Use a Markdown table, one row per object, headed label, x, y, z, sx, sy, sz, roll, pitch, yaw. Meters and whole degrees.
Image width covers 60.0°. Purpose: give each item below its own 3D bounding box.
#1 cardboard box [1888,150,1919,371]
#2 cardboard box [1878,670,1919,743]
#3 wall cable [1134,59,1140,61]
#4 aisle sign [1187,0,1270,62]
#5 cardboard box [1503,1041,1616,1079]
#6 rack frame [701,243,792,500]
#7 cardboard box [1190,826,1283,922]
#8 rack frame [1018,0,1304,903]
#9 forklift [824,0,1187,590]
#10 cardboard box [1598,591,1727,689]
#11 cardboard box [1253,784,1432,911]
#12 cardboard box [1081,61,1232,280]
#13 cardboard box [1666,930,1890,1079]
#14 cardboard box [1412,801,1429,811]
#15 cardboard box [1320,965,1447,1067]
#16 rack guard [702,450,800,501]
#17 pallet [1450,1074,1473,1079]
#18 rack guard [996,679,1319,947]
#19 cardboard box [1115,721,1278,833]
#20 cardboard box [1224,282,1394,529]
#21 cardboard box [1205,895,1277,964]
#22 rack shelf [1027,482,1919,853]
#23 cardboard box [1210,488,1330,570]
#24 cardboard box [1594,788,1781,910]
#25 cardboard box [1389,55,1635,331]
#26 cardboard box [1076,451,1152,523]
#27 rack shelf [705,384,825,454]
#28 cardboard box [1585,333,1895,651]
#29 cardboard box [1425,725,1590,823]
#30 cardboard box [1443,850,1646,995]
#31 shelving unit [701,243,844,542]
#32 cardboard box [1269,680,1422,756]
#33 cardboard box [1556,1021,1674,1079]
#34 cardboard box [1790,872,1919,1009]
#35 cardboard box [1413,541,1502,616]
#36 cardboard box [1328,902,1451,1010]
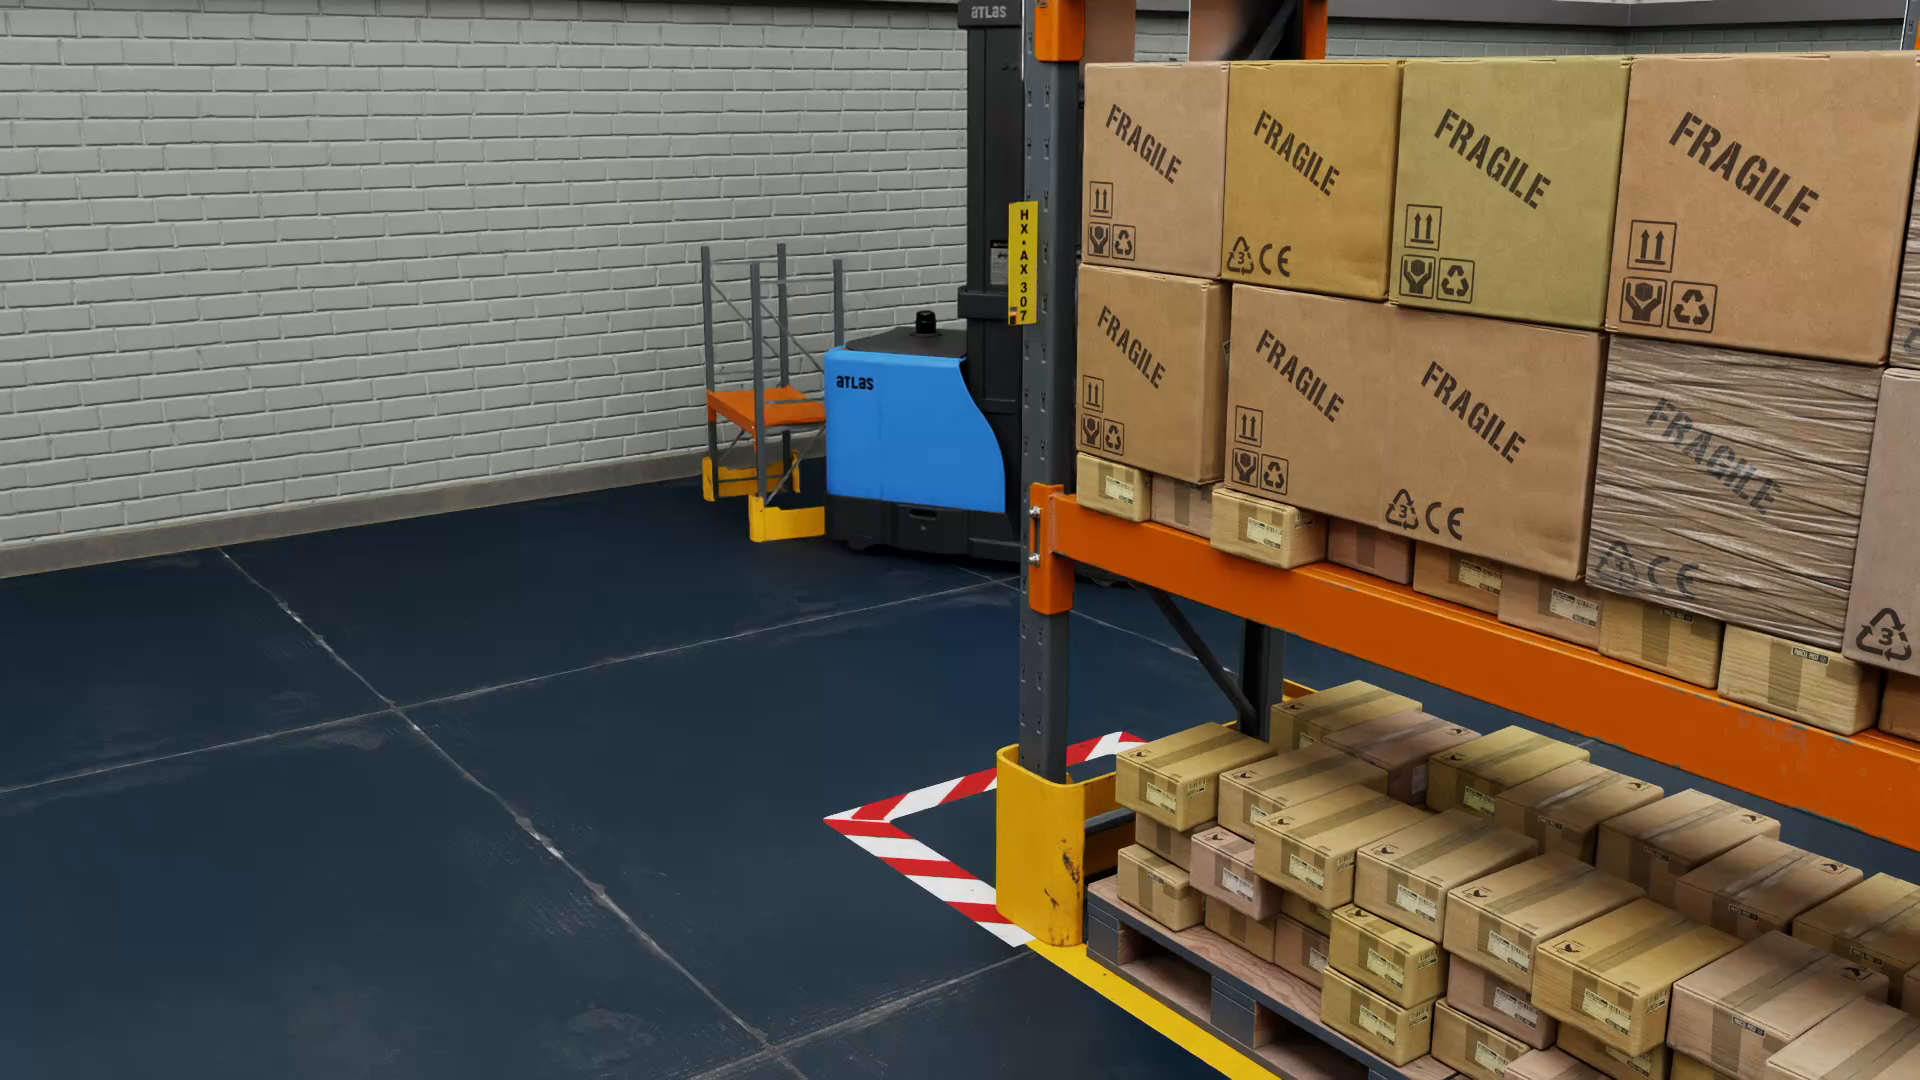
| label | x | y | z | sx | sy | sz | roll | pitch | yaw |
| --- | --- | --- | --- | --- | --- | --- | --- | --- | --- |
| cardboard box | 1.870 | -0.509 | 2.608 | 0.500 | 0.500 | 0.500 | -10 | 18 | -33 |
| cardboard box | 1.835 | 0.261 | 2.915 | 0.380 | 0.149 | 0.250 | -11 | 19 | -35 |
| wall cable | 1.221 | -2.905 | 12.026 | 0.585 | 1.953 | 0.123 | -11 | 19 | -35 |
| aisle sign | 0.811 | -1.726 | 4.776 | 0.394 | 0.787 | 0.004 | -11 | 19 | -35 |
| cardboard box | 1.397 | 1.197 | 3.625 | 0.380 | 0.149 | 0.250 | -12 | 19 | -37 |
| rack frame | -1.259 | -0.994 | 9.868 | 0.500 | 1.500 | 0.032 | -6 | 17 | -22 |
| cardboard box | 0.827 | 0.838 | 4.374 | 0.380 | 0.149 | 0.250 | -11 | 19 | -35 |
| rack frame | 0.611 | -0.410 | 4.892 | 1.000 | 3.000 | 0.127 | -11 | 19 | -35 |
| forklift | 0.842 | -1.325 | 8.367 | 3.031 | 2.935 | 1.130 | 7 | 17 | 23 |
| cardboard box | 1.495 | 0.156 | 3.298 | 0.380 | 0.149 | 0.250 | -10 | 18 | -33 |
| cardboard box | 0.948 | 0.754 | 4.117 | 0.380 | 0.149 | 0.250 | -11 | 19 | -35 |
| cardboard box | 0.660 | -0.947 | 4.207 | 0.500 | 0.500 | 0.500 | -11 | 19 | -35 |
| cardboard box | 1.659 | 0.957 | 3.375 | 0.380 | 0.149 | 0.250 | -11 | 19 | -34 |
| cardboard box | 1.262 | 0.752 | 4.689 | 0.380 | 0.149 | 0.250 | -11 | 19 | -36 |
| cardboard box | 1.093 | 1.091 | 4.013 | 0.380 | 0.149 | 0.250 | -11 | 19 | -34 |
| rack guard | -1.259 | -0.391 | 10.032 | 0.587 | 0.250 | 0.087 | -6 | 17 | -22 |
| pallet | 1.818 | 1.391 | 3.596 | 1.003 | 0.211 | 1.213 | -11 | 19 | -35 |
| rack guard | 0.656 | 0.812 | 5.163 | 1.175 | 0.500 | 0.348 | -11 | 19 | -35 |
| cardboard box | 0.644 | 0.640 | 4.533 | 0.380 | 0.149 | 0.250 | -12 | 19 | -37 |
| cardboard box | 0.987 | -0.353 | 3.929 | 0.500 | 0.500 | 0.500 | -11 | 19 | -34 |
| cardboard box | 0.880 | 0.967 | 4.465 | 0.380 | 0.149 | 0.250 | -11 | 19 | -35 |
| rack shelf | 1.787 | 0.364 | 3.426 | 1.077 | 0.370 | 4.000 | -11 | 19 | -35 |
| cardboard box | 0.834 | -0.055 | 4.071 | 0.380 | 0.149 | 0.250 | -12 | 19 | -36 |
| cardboard box | 1.788 | 0.761 | 4.090 | 0.380 | 0.149 | 0.250 | -10 | 18 | -33 |
| cardboard box | 1.250 | -0.726 | 3.398 | 0.500 | 0.500 | 0.500 | -11 | 19 | -36 |
| cardboard box | 0.536 | -0.169 | 4.486 | 0.380 | 0.149 | 0.250 | -11 | 19 | -35 |
| rack shelf | -1.060 | -0.697 | 9.464 | 0.538 | 0.185 | 1.000 | -6 | 17 | -22 |
| cardboard box | 1.569 | -0.138 | 3.146 | 0.500 | 0.500 | 0.500 | -11 | 19 | -36 |
| cardboard box | 1.484 | 0.647 | 4.506 | 0.380 | 0.149 | 0.250 | -11 | 19 | -36 |
| cardboard box | 1.316 | 0.855 | 3.748 | 0.380 | 0.149 | 0.250 | -10 | 18 | -32 |
| shelving unit | -1.064 | -0.873 | 9.424 | 0.587 | 1.500 | 1.083 | -6 | 17 | -22 |
| cardboard box | 1.127 | 0.549 | 4.865 | 0.380 | 0.149 | 0.250 | -11 | 19 | -34 |
| cardboard box | 1.531 | 1.042 | 3.630 | 0.380 | 0.149 | 0.250 | -10 | 18 | -32 |
| cardboard box | 2.030 | 0.886 | 3.634 | 0.380 | 0.149 | 0.250 | -11 | 19 | -34 |
| cardboard box | 1.237 | 0.041 | 3.721 | 0.380 | 0.149 | 0.250 | -11 | 19 | -35 |
| cardboard box | 1.105 | 0.948 | 3.971 | 0.380 | 0.149 | 0.250 | -10 | 18 | -33 |
